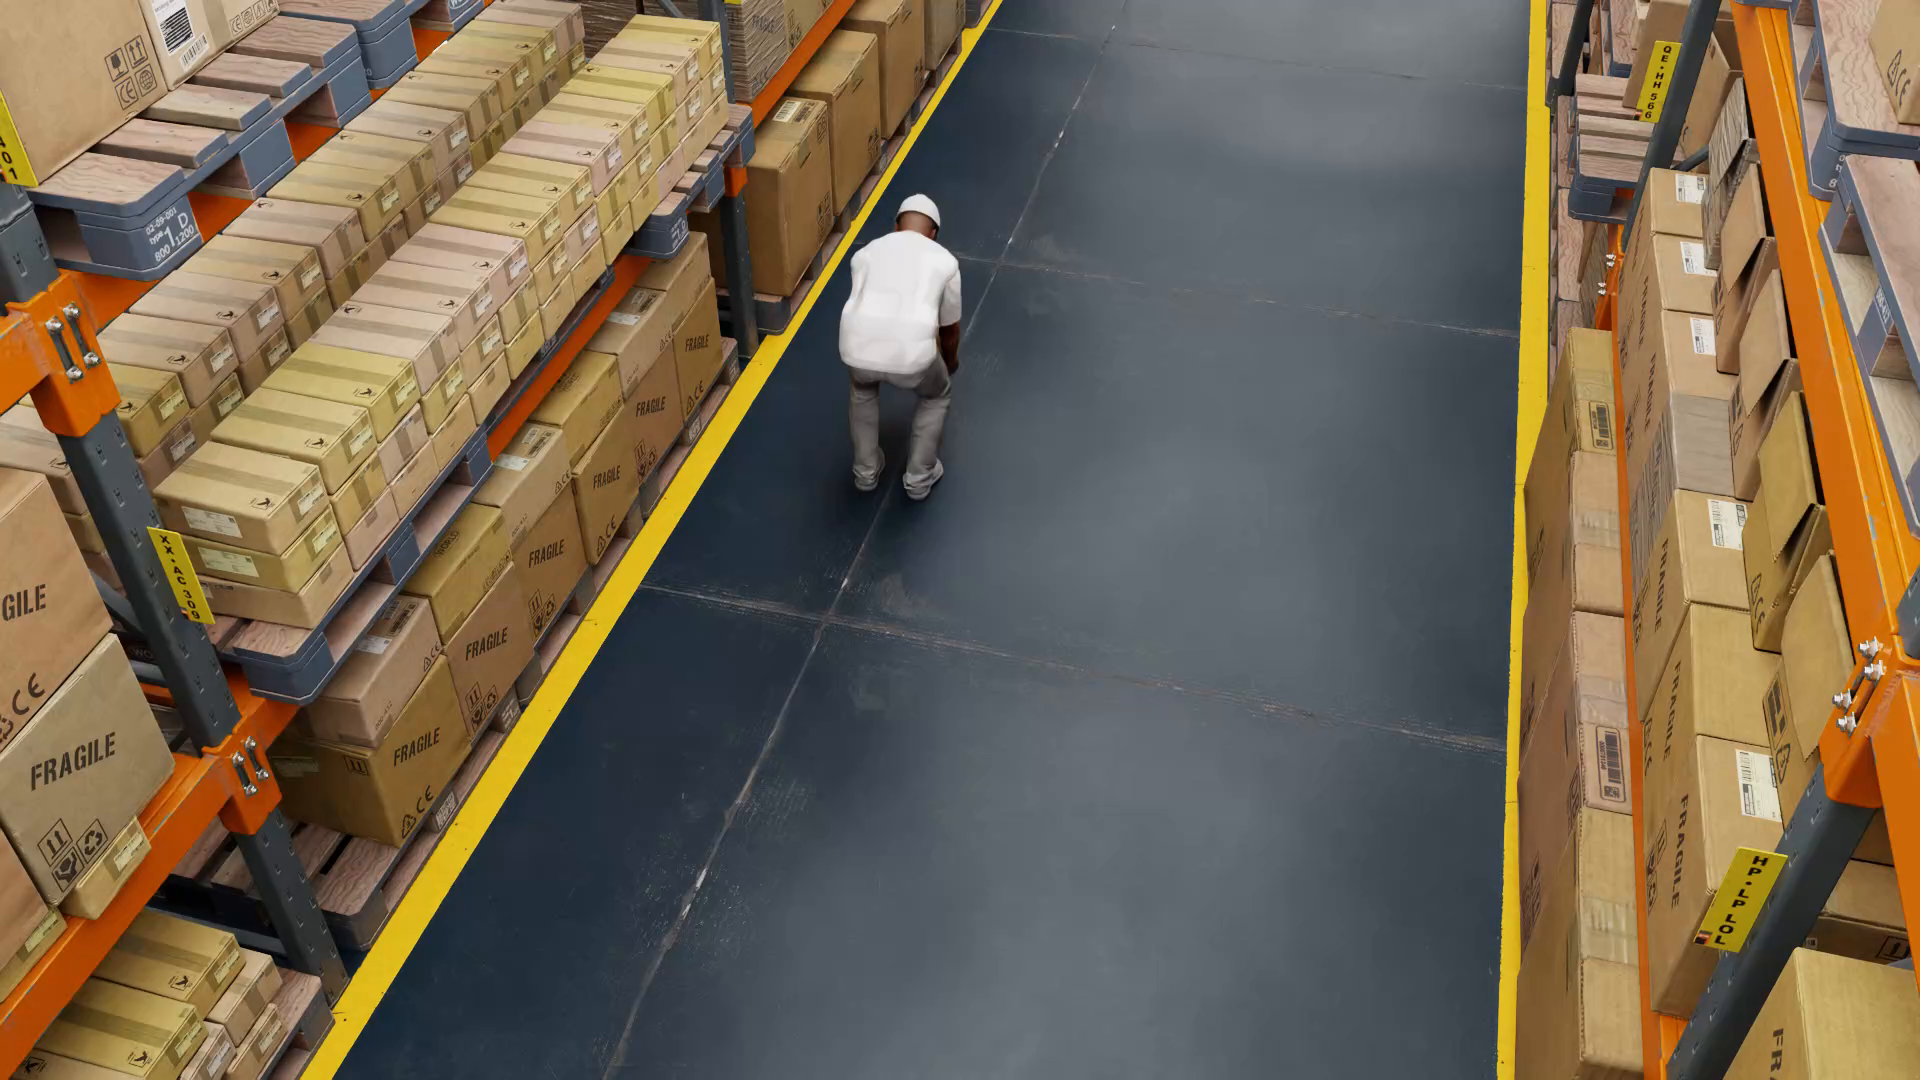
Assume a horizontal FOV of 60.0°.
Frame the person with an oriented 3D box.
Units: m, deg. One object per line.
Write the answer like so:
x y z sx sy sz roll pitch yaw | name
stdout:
-0.263 -0.862 7.581 0.501 1.186 0.954 8 41 9 | person
